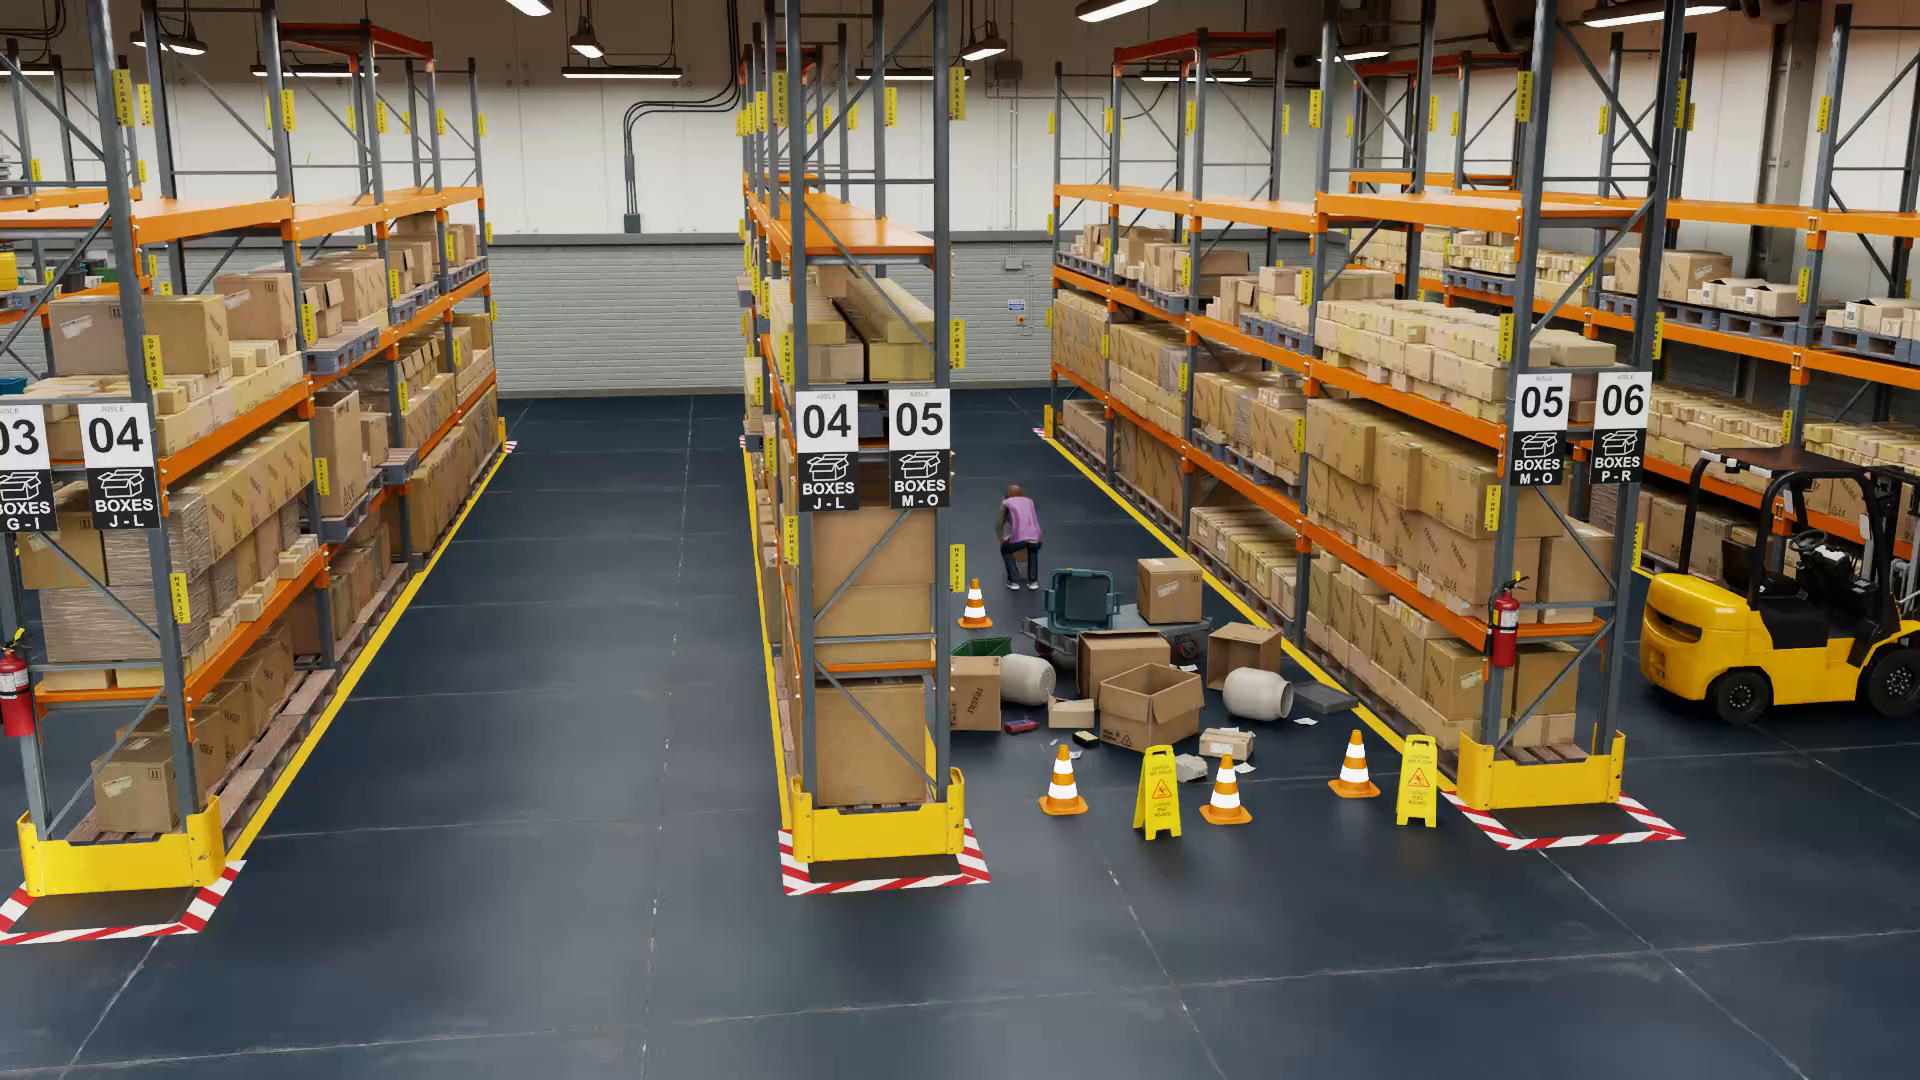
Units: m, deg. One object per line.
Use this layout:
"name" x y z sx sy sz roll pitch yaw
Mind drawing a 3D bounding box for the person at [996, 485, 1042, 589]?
"person" 0.647 -0.019 18.197 0.461 1.086 0.745 -2 14 -8
